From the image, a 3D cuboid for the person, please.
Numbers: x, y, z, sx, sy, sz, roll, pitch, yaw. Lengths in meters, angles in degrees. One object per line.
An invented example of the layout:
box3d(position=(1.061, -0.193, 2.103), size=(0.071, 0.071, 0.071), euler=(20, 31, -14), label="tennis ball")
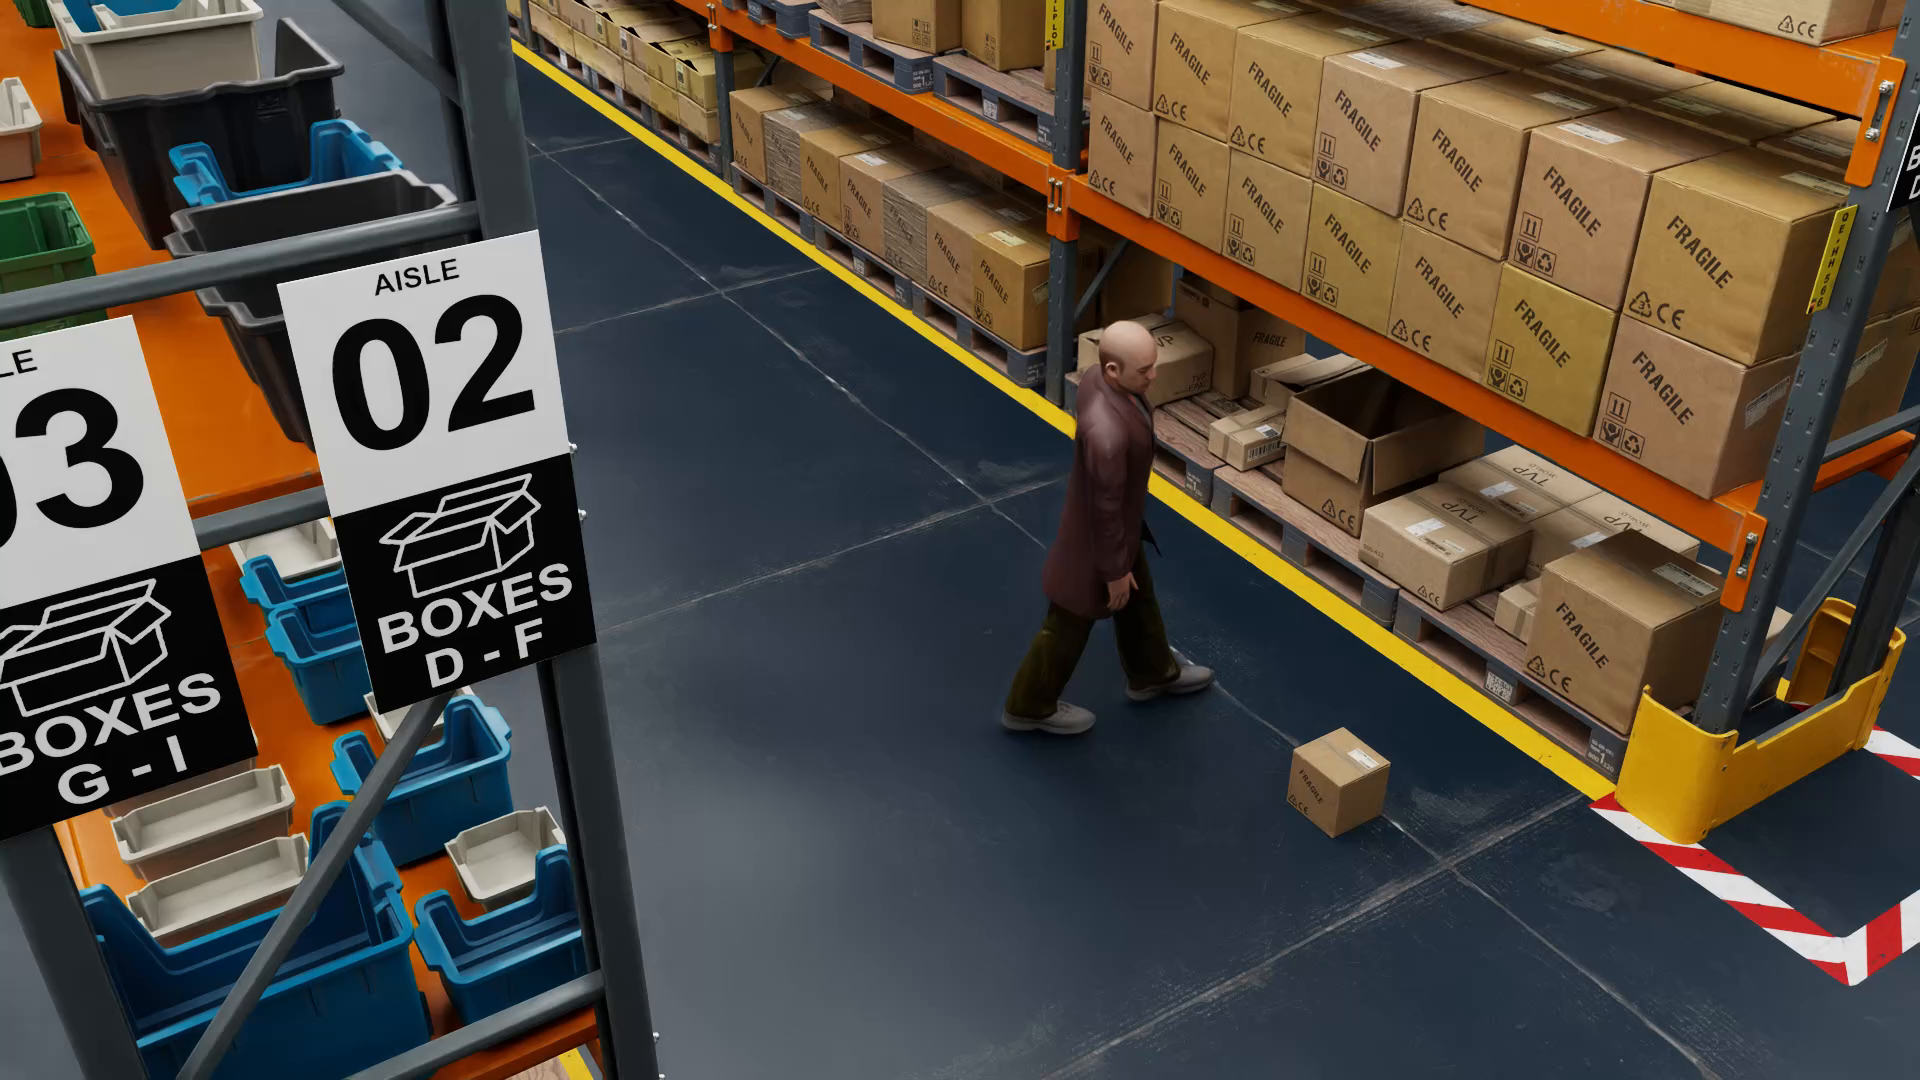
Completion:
box3d(position=(0.588, -0.023, 6.160), size=(0.844, 1.752, 0.636), euler=(3, 32, 5), label="person")
